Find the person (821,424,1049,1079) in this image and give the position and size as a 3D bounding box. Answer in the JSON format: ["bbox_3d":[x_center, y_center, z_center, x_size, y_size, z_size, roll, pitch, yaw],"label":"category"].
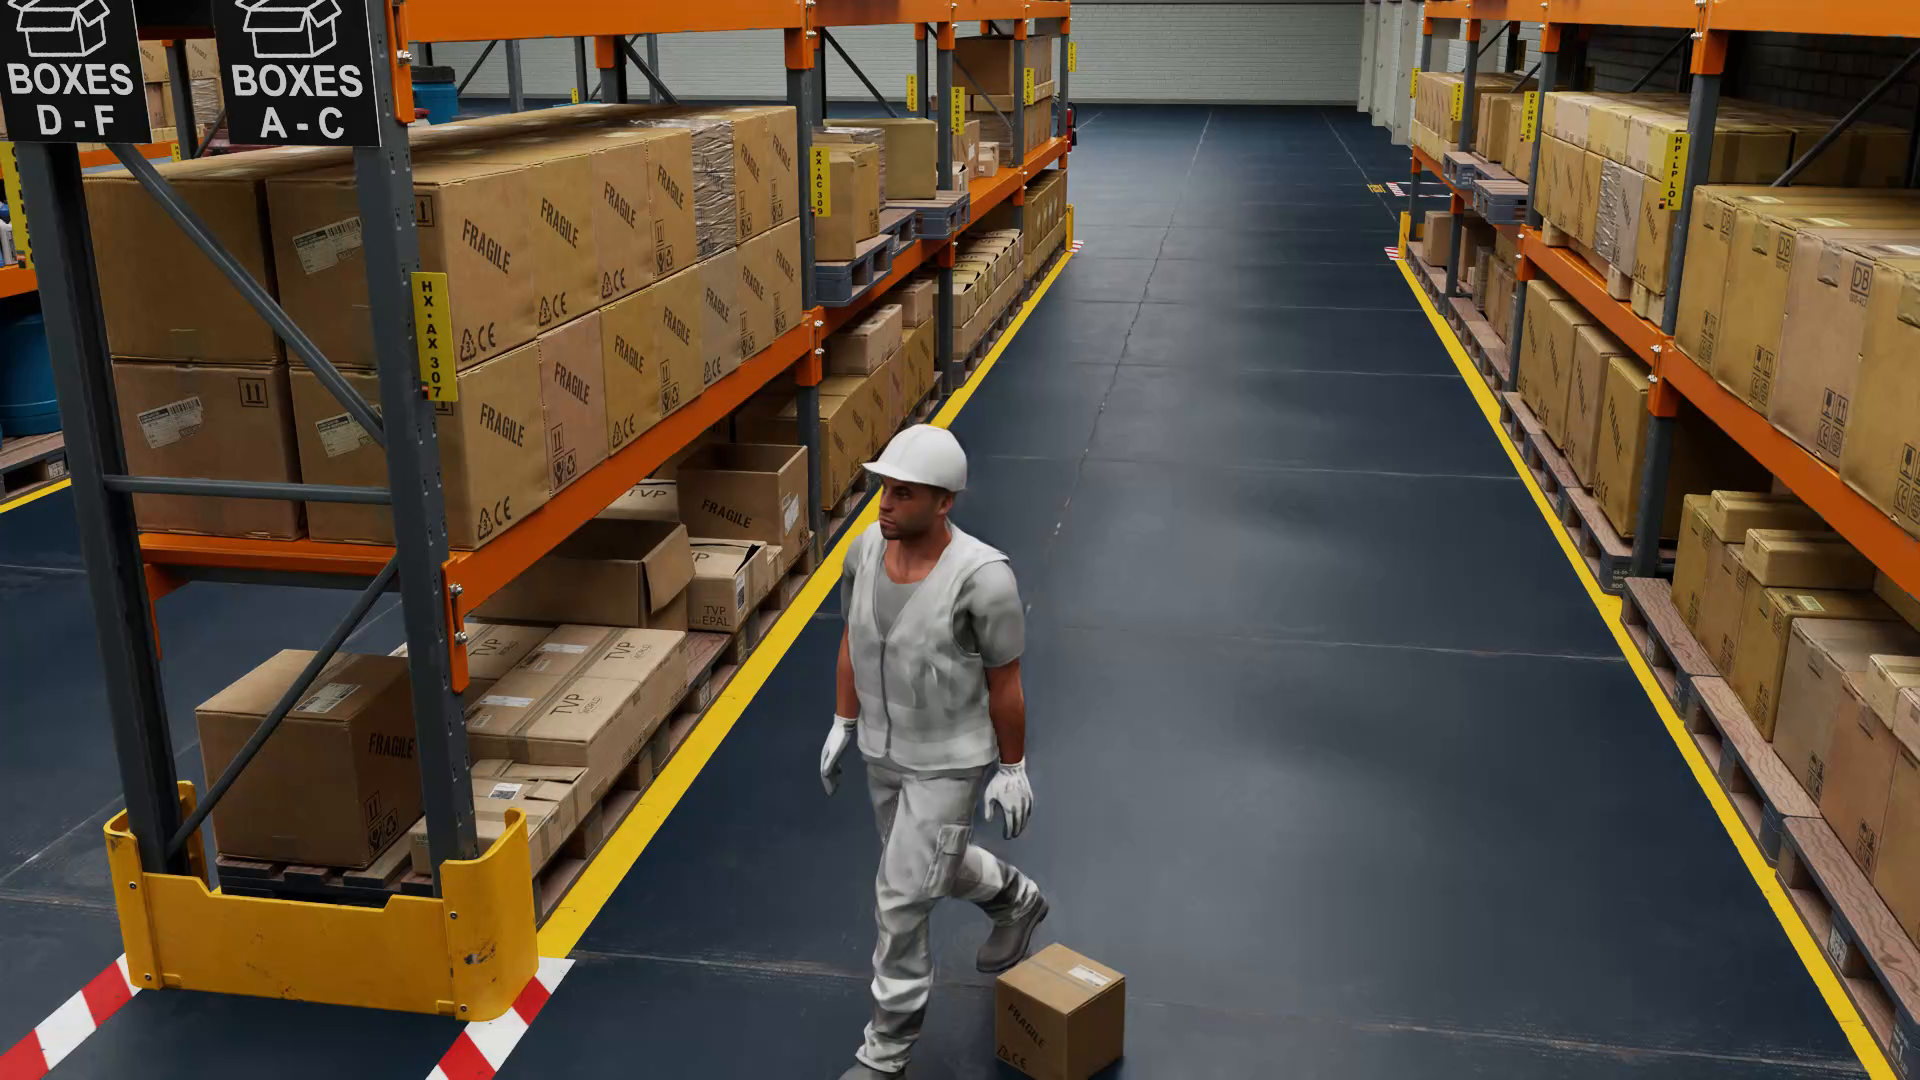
[{"bbox_3d":[-0.065,0.534,4.342,0.566,1.759,0.980,16,23,40],"label":"person"}]
